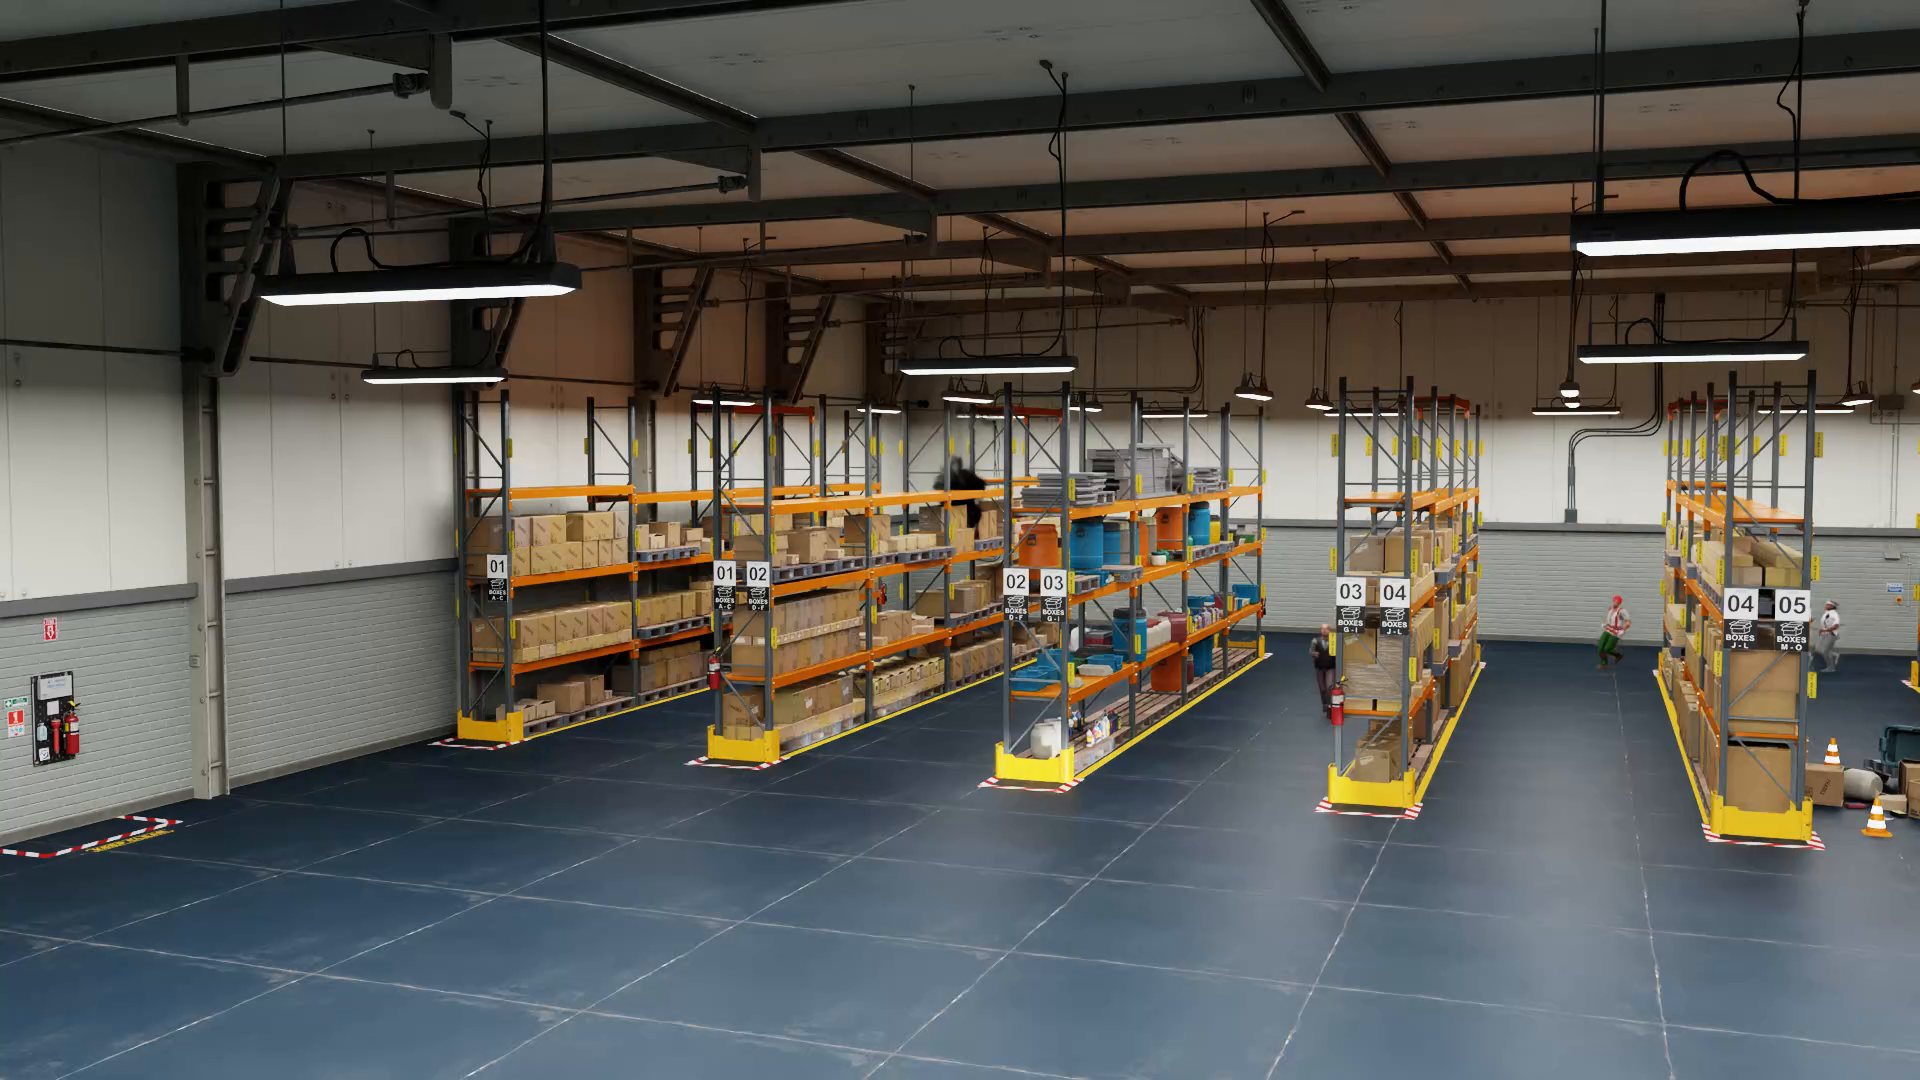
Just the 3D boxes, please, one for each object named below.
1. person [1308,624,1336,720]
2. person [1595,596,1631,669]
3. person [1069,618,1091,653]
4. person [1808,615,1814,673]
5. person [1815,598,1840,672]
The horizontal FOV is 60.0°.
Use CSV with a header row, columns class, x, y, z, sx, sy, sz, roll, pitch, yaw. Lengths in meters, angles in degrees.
class,x,y,z,sx,sy,sz,roll,pitch,yaw
person,6.811,2.446,30.965,0.638,1.784,0.777,1,3,23
person,14.879,2.098,37.668,0.607,1.708,0.749,-1,3,-23
person,2.446,2.353,33.630,0.616,1.627,0.550,1,3,24
person,18.659,2.105,36.992,0.646,1.719,0.726,2,4,28
person,19.451,2.128,37.234,0.558,1.652,0.574,0,3,4
